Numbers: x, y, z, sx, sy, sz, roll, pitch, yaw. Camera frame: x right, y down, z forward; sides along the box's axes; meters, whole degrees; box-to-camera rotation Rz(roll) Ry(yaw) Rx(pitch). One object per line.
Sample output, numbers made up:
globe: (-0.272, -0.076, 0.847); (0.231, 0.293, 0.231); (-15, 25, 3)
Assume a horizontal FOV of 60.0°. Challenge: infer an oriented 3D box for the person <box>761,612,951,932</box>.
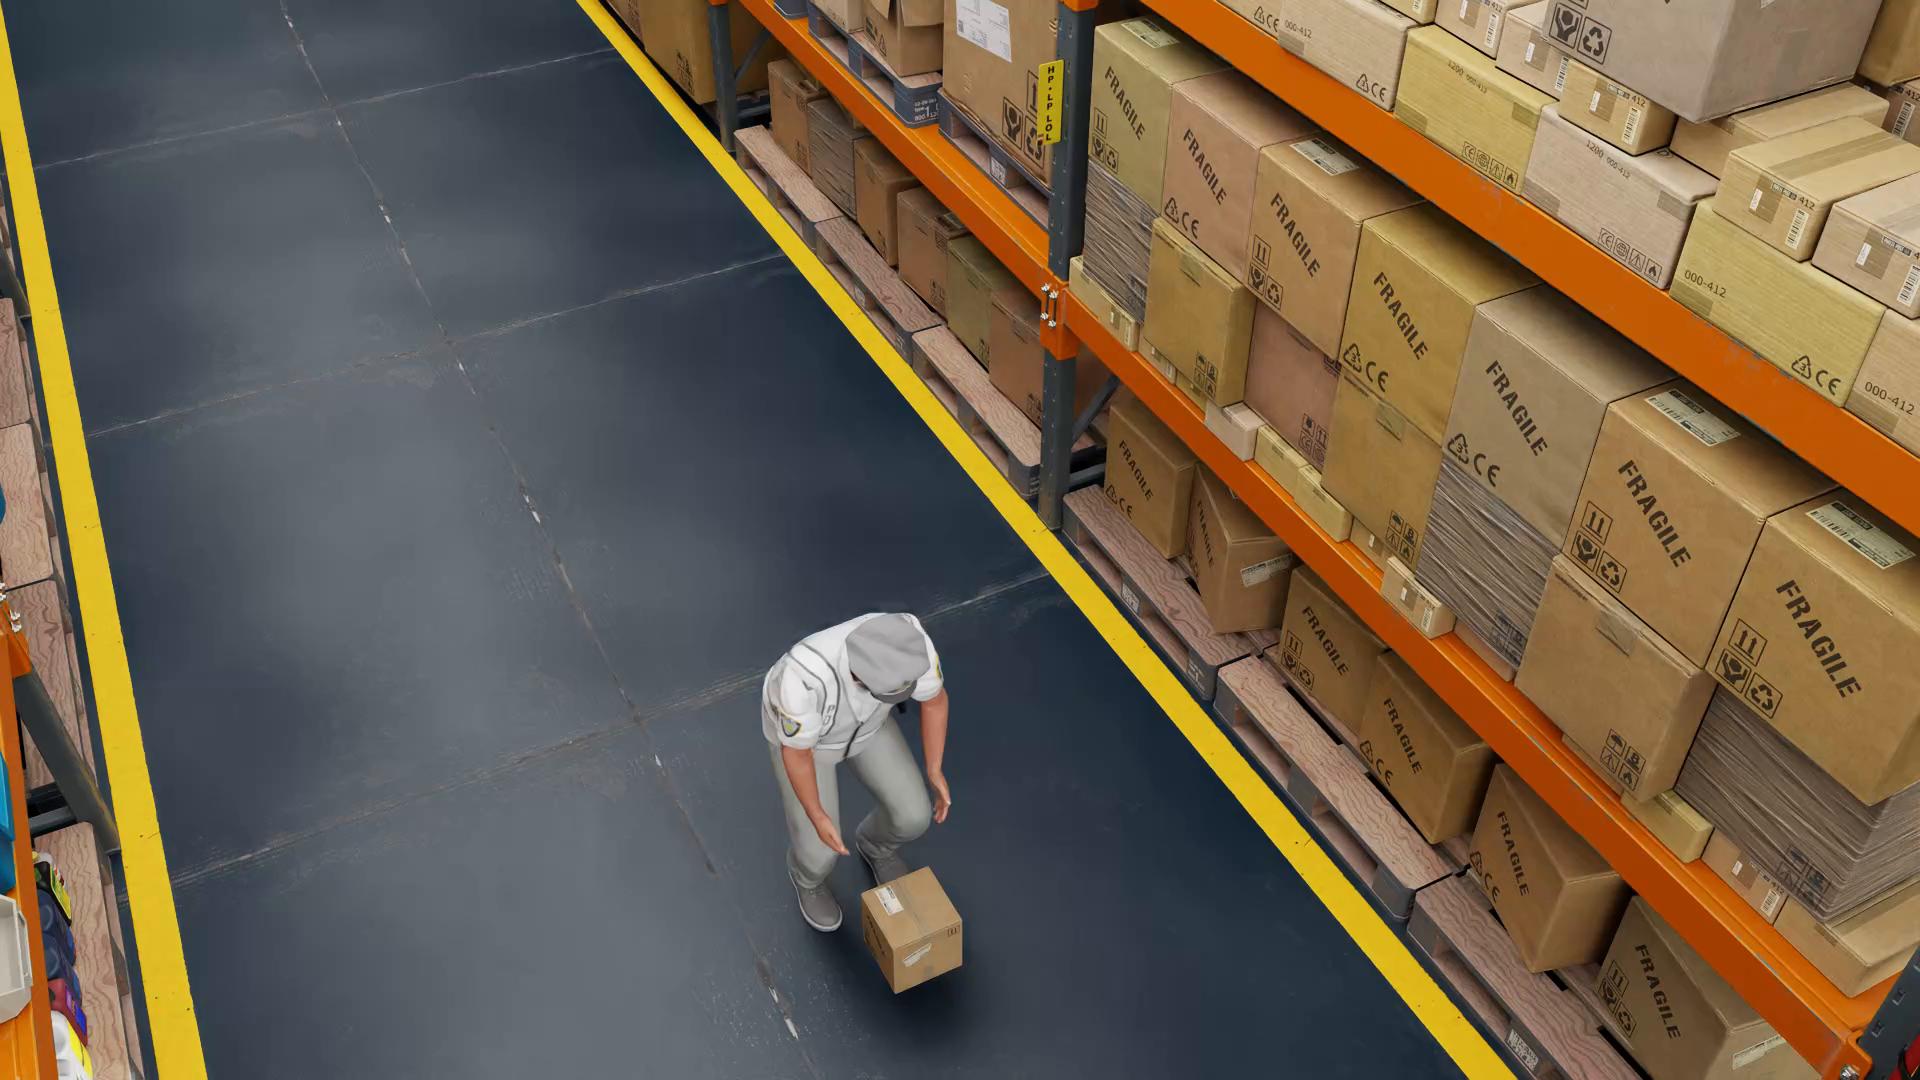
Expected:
person: (-0.336, 0.706, 5.543); (0.589, 1.497, 0.751); (-19, 44, -20)
